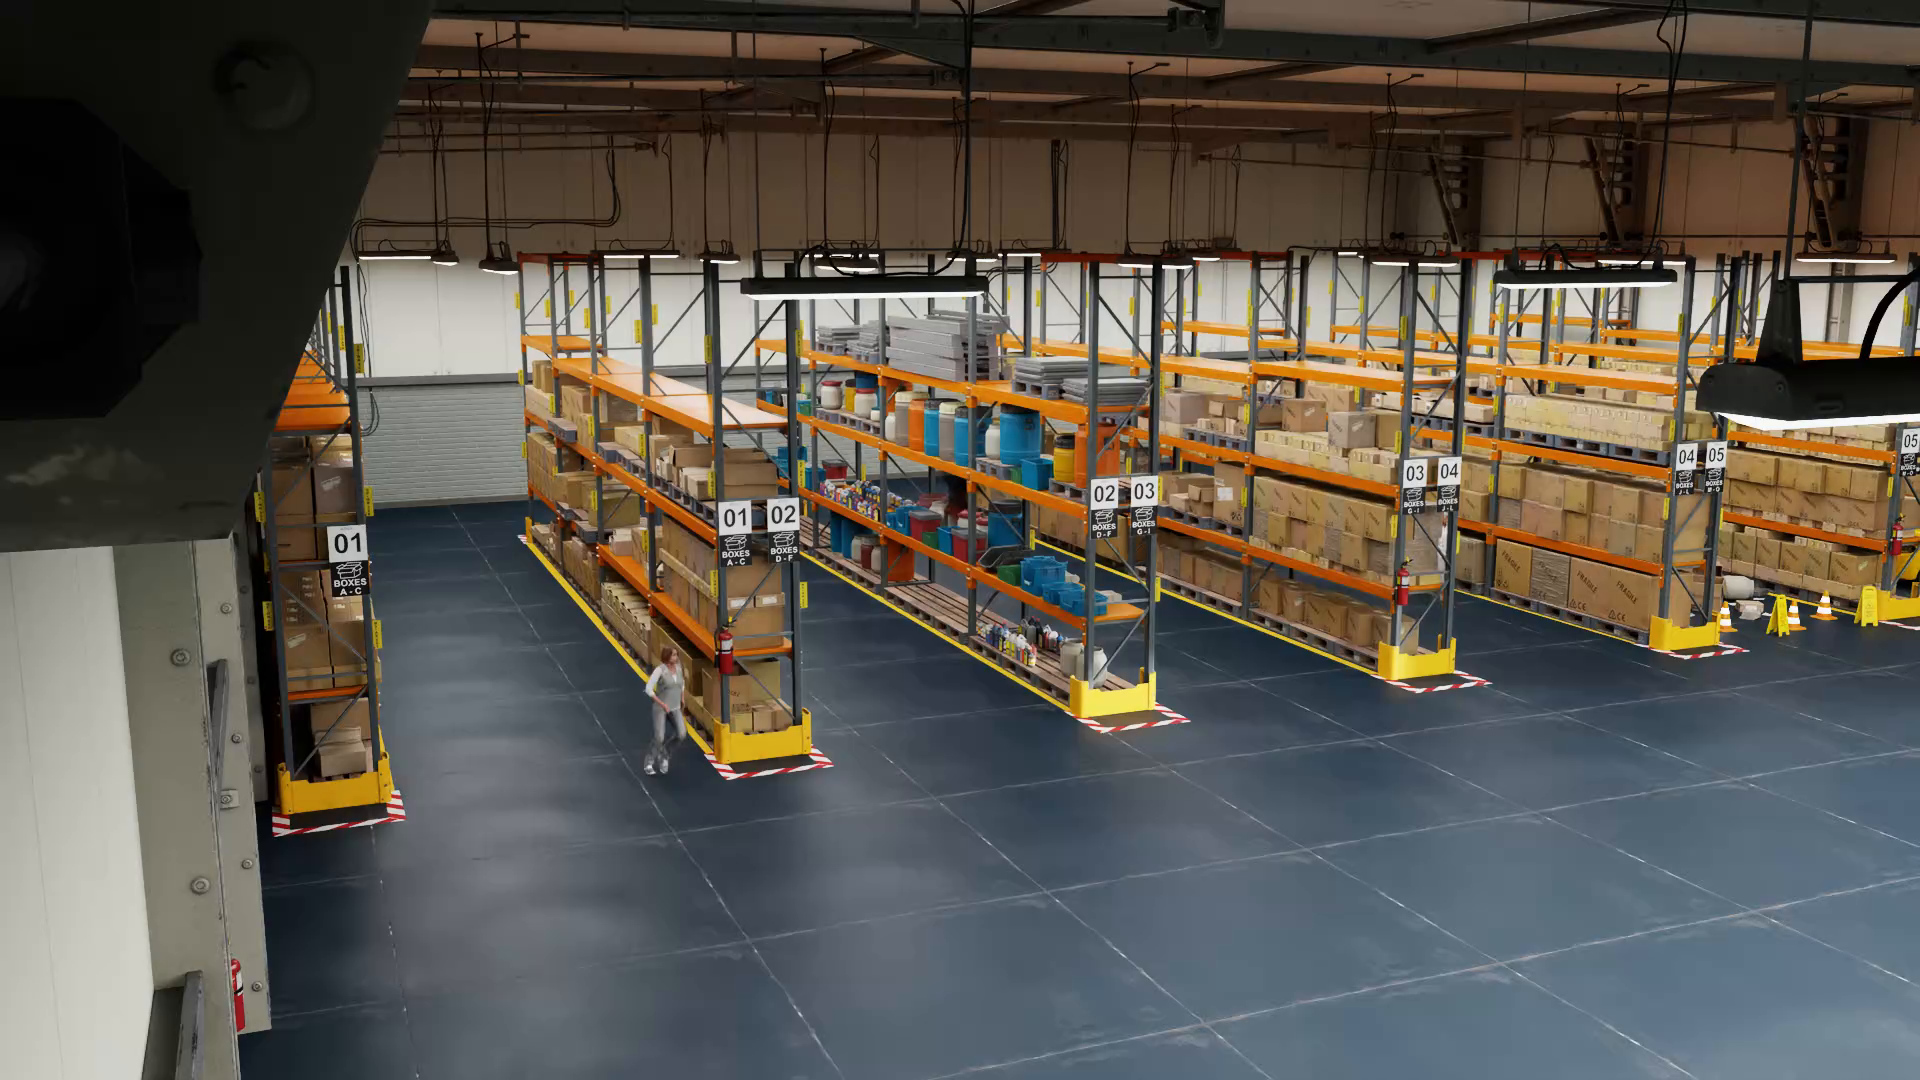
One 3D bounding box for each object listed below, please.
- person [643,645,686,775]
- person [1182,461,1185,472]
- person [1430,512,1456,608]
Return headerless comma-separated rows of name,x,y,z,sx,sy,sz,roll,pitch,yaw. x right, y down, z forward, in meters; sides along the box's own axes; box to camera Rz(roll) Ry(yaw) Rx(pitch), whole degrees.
person,-3.450,2.011,19.719,0.601,1.545,0.558,-9,14,-40
person,4.483,-0.769,34.092,0.659,1.781,0.991,-5,12,-27
person,8.344,0.292,28.795,0.615,1.643,0.918,-4,11,-22
